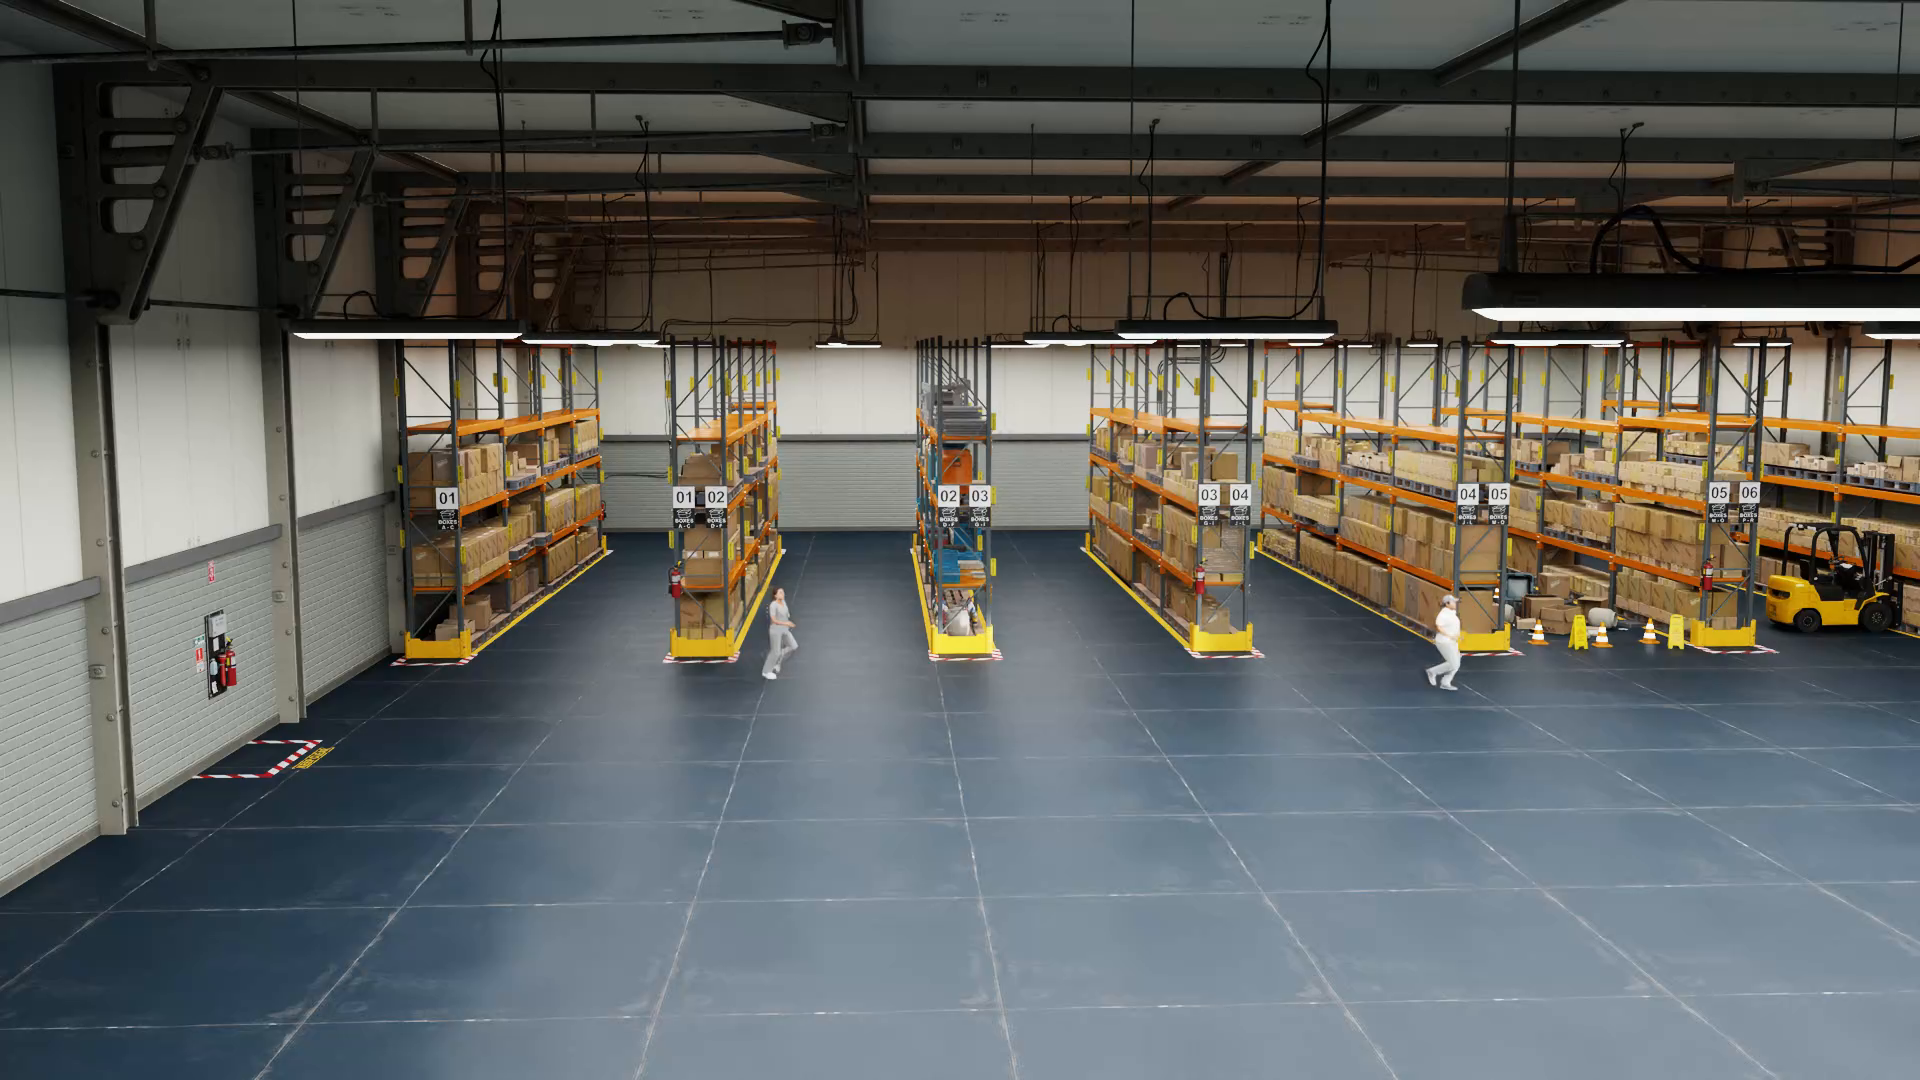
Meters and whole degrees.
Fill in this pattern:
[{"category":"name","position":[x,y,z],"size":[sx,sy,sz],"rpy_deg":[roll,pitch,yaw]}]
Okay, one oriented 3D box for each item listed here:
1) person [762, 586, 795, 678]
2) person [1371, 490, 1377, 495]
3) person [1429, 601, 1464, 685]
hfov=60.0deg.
[{"category":"person","position":[-3.083,1.543,29.063],"size":[0.588,1.479,0.582],"rpy_deg":[4,8,31]},{"category":"person","position":[12.365,-0.702,49.396],"size":[0.737,1.631,0.502],"rpy_deg":[-1,7,-7]},{"category":"person","position":[8.238,1.706,28.118],"size":[0.496,1.531,0.596],"rpy_deg":[4,7,30]}]
